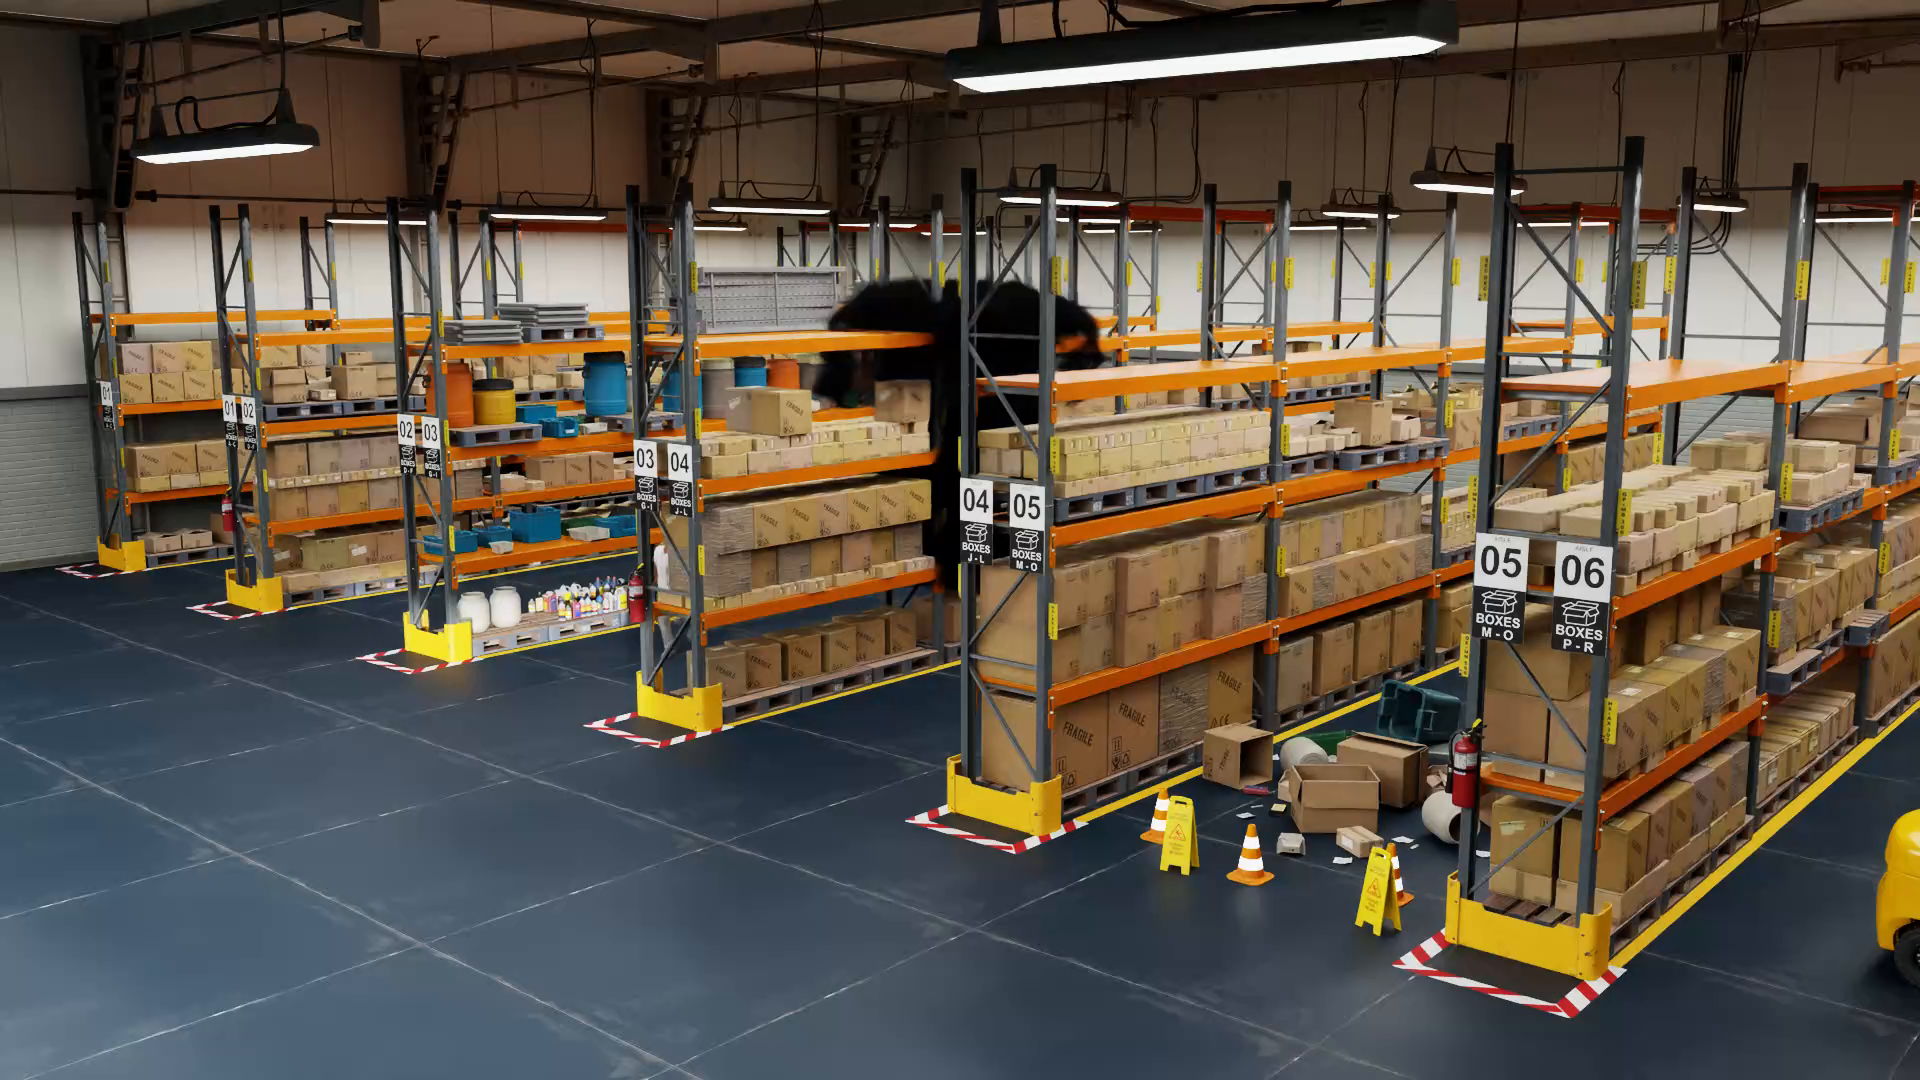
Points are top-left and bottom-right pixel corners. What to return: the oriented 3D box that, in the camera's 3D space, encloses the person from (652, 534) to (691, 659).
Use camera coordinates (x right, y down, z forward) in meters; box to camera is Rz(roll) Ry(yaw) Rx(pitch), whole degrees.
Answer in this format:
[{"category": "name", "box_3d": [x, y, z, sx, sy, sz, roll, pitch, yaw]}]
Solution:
[{"category": "person", "box_3d": [-3.791, 0.655, 22.142, 0.684, 1.738, 0.856, 3, 10, 15]}]
